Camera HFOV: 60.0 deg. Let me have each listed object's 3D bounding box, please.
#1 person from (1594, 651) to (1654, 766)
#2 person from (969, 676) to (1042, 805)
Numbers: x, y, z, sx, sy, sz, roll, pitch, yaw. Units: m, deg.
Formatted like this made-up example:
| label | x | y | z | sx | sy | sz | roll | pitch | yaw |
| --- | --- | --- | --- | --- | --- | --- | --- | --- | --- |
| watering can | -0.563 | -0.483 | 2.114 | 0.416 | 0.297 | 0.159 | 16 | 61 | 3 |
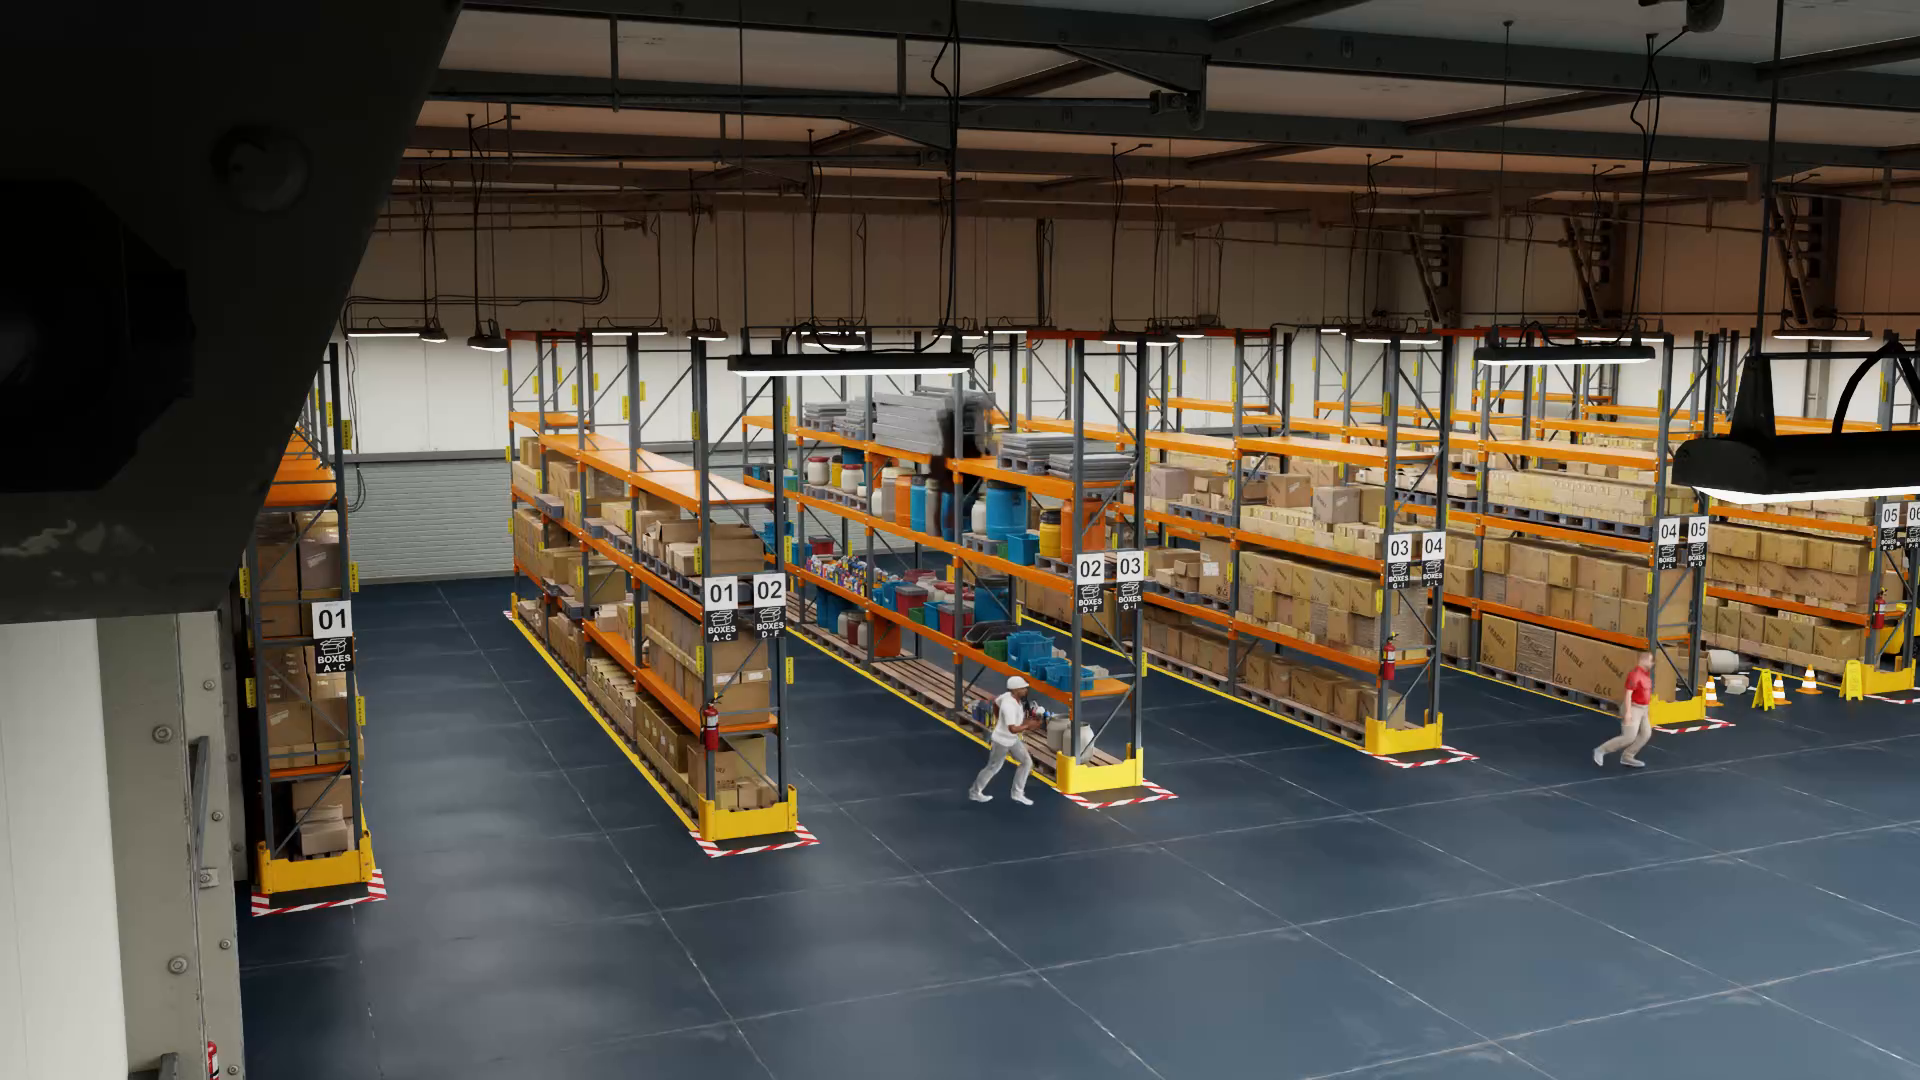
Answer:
| label | x | y | z | sx | sy | sz | roll | pitch | yaw |
| --- | --- | --- | --- | --- | --- | --- | --- | --- | --- |
| person | 9.303 | 2.356 | 23.269 | 0.651 | 1.648 | 0.859 | 6 | 10 | 39 |
| person | 0.591 | 2.572 | 21.293 | 0.979 | 1.713 | 0.643 | 3 | 8 | 18 |
